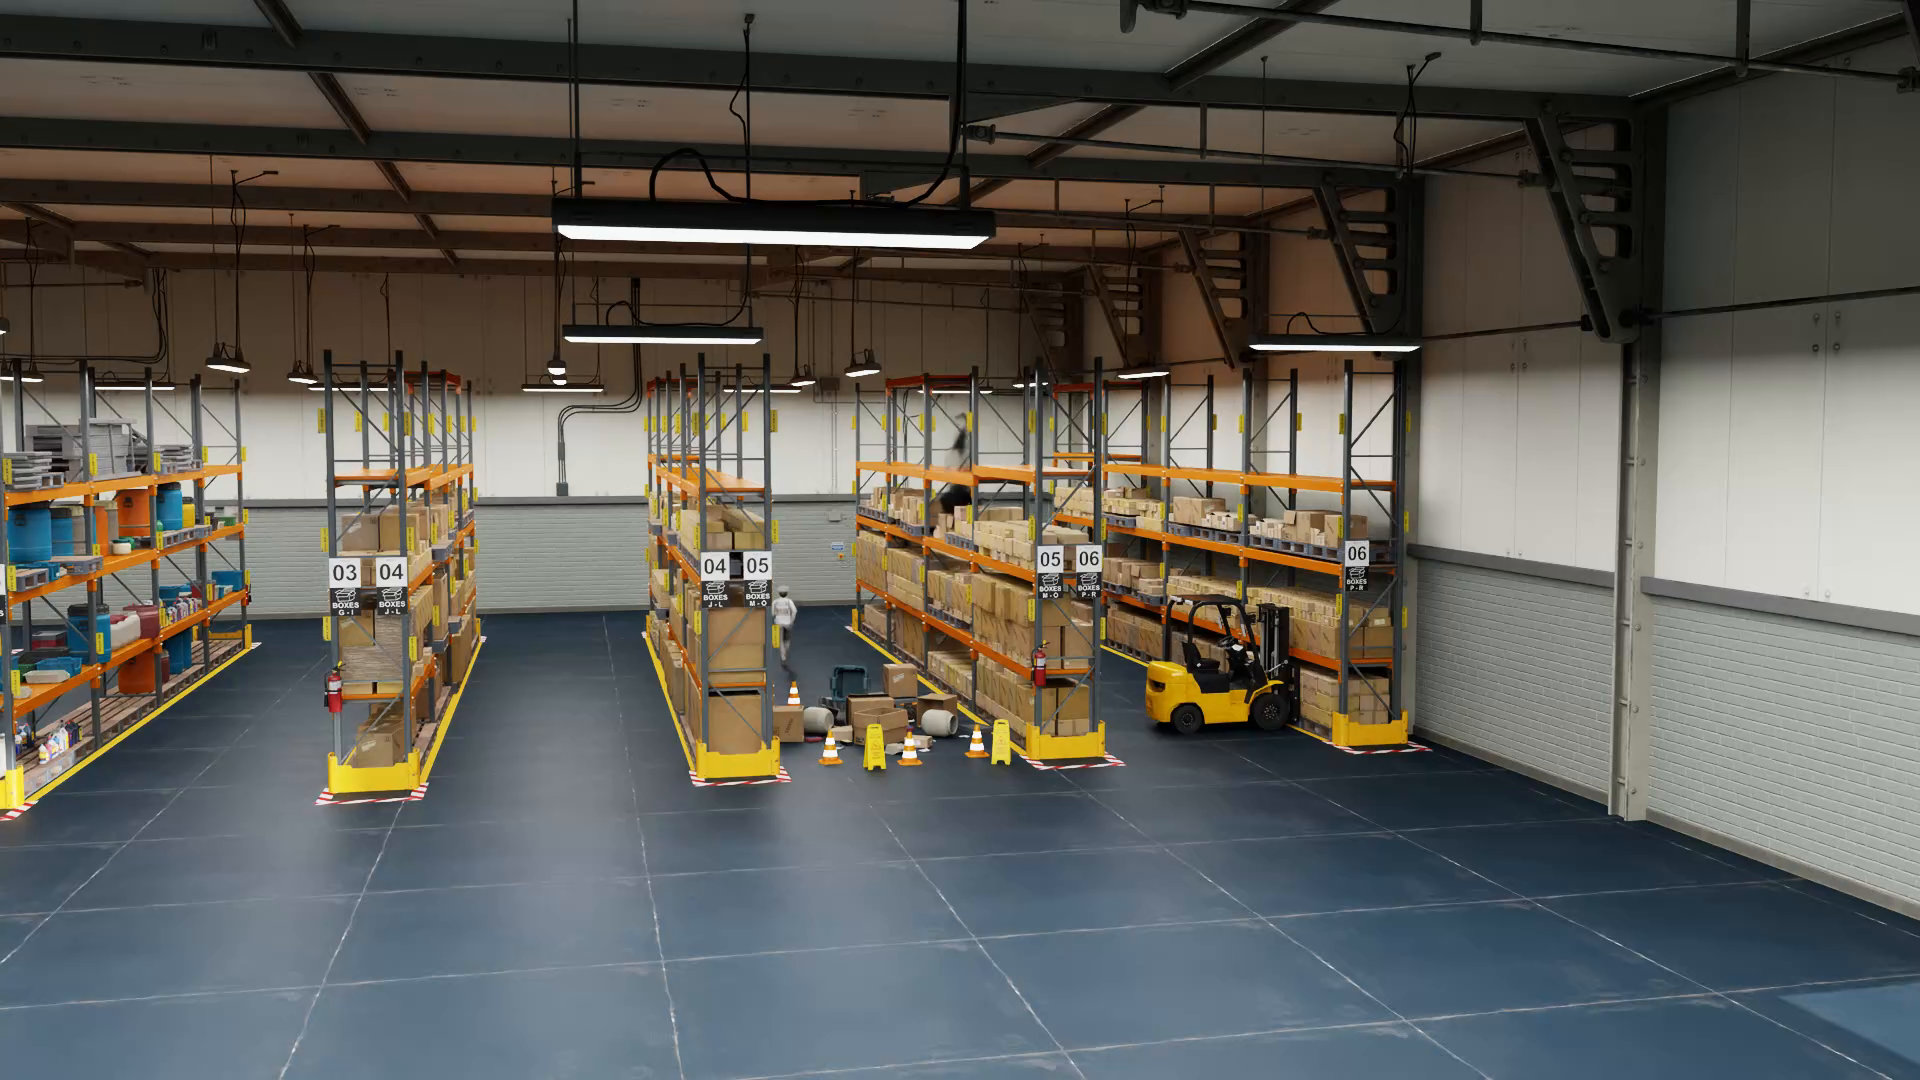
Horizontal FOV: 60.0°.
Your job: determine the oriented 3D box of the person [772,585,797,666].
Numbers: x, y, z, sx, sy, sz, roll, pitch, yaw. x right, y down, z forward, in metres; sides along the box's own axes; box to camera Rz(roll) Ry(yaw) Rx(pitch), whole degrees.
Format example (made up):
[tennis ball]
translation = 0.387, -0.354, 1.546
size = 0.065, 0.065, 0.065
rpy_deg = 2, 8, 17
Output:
[person]
translation = -3.637, 1.808, 34.058
size = 0.567, 1.747, 0.985
rpy_deg = -1, 4, -11
